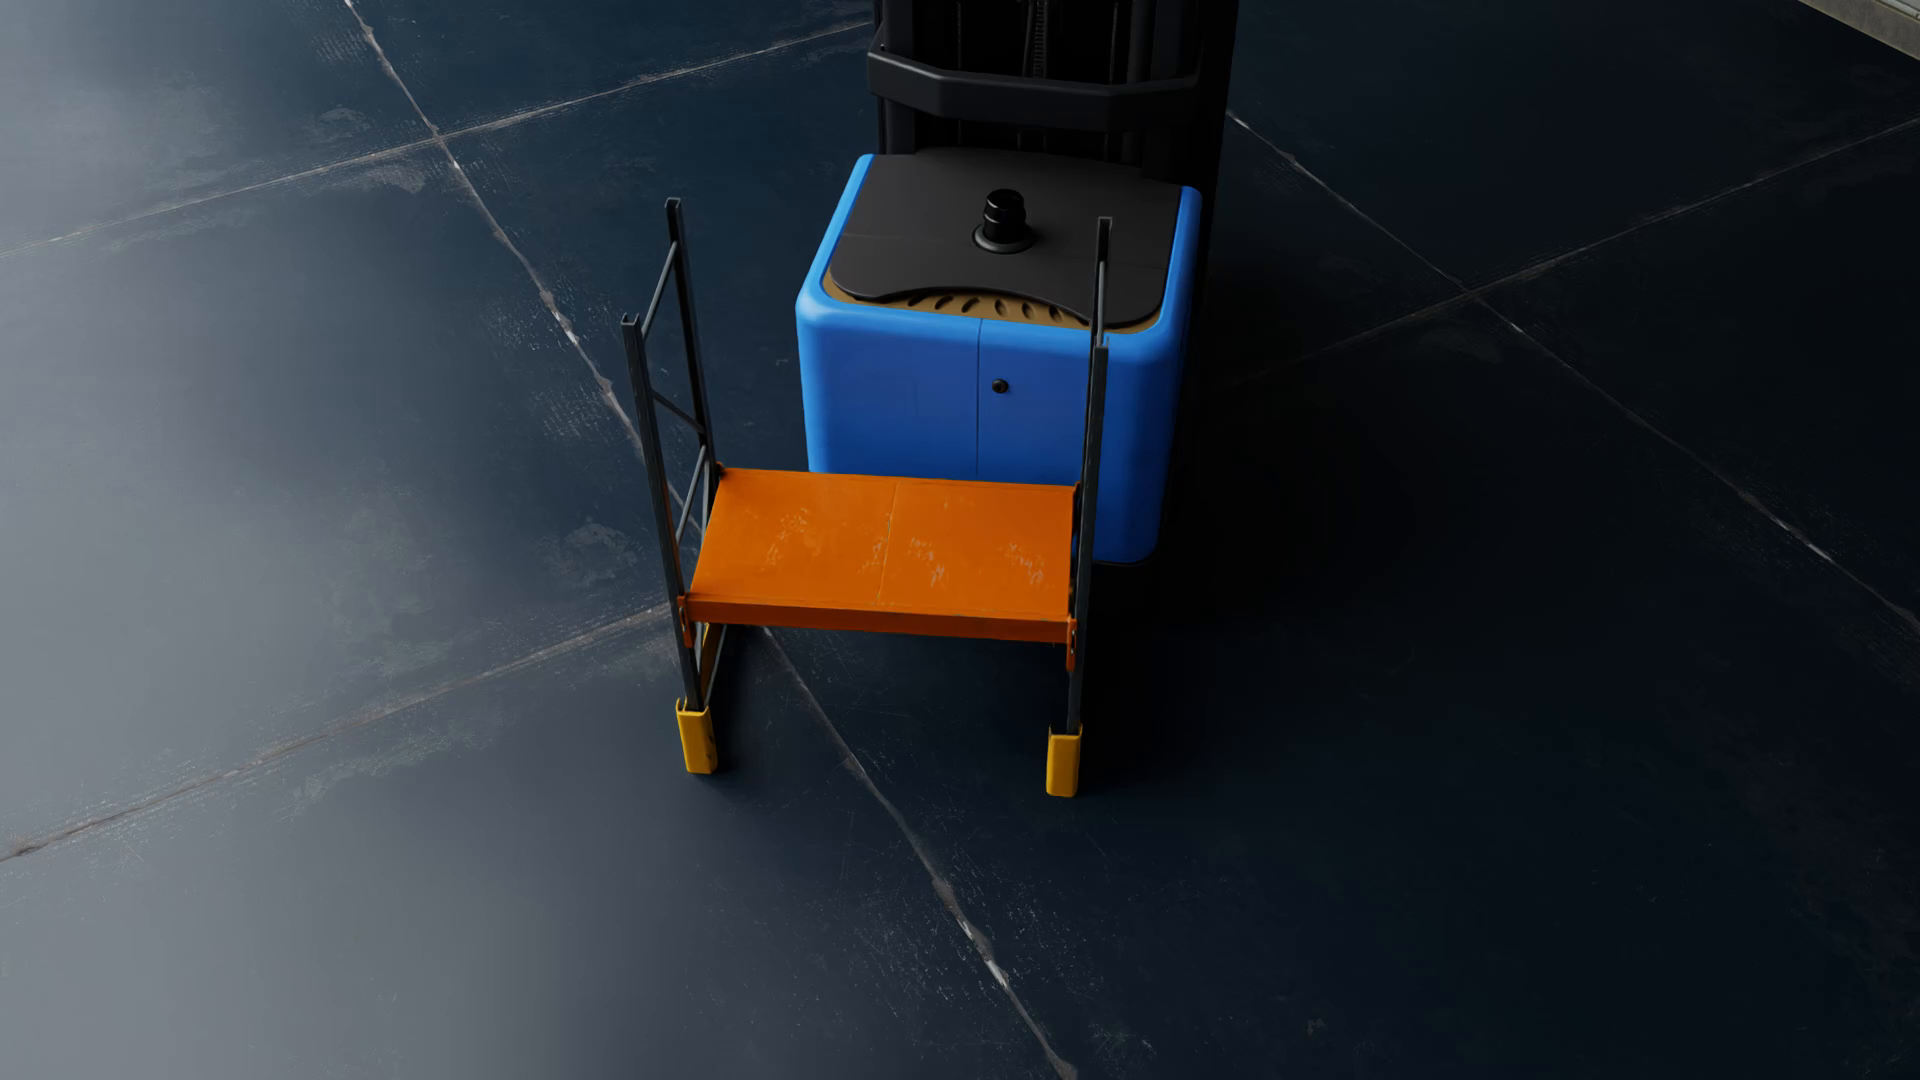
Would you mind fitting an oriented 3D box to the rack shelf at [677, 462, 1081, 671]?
[{"bbox_3d":[-0.188,0.060,4.370,1.000,0.185,0.538,3,44,3],"label":"rack shelf"}]

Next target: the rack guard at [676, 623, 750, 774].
[{"bbox_3d":[-0.693,0.351,4.709,0.087,0.250,0.587,3,44,3],"label":"rack guard"}]

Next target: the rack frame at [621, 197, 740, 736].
[{"bbox_3d":[-0.695,-0.097,4.273,0.032,1.500,0.500,3,44,3],"label":"rack frame"}]

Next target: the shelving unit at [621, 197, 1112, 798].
[{"bbox_3d":[-0.197,-0.070,4.245,1.083,1.500,0.587,3,44,3],"label":"shelving unit"}]

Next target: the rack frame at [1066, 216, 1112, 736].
[{"bbox_3d":[0.319,-0.041,4.215,0.032,1.500,0.500,3,44,3],"label":"rack frame"}]

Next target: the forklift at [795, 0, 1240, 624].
[{"bbox_3d":[0.327,-1.844,5.046,1.130,2.935,3.031,7,45,8],"label":"forklift"}]

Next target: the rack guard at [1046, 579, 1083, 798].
[{"bbox_3d":[0.300,0.407,4.652,0.087,0.250,0.587,3,44,3],"label":"rack guard"}]
